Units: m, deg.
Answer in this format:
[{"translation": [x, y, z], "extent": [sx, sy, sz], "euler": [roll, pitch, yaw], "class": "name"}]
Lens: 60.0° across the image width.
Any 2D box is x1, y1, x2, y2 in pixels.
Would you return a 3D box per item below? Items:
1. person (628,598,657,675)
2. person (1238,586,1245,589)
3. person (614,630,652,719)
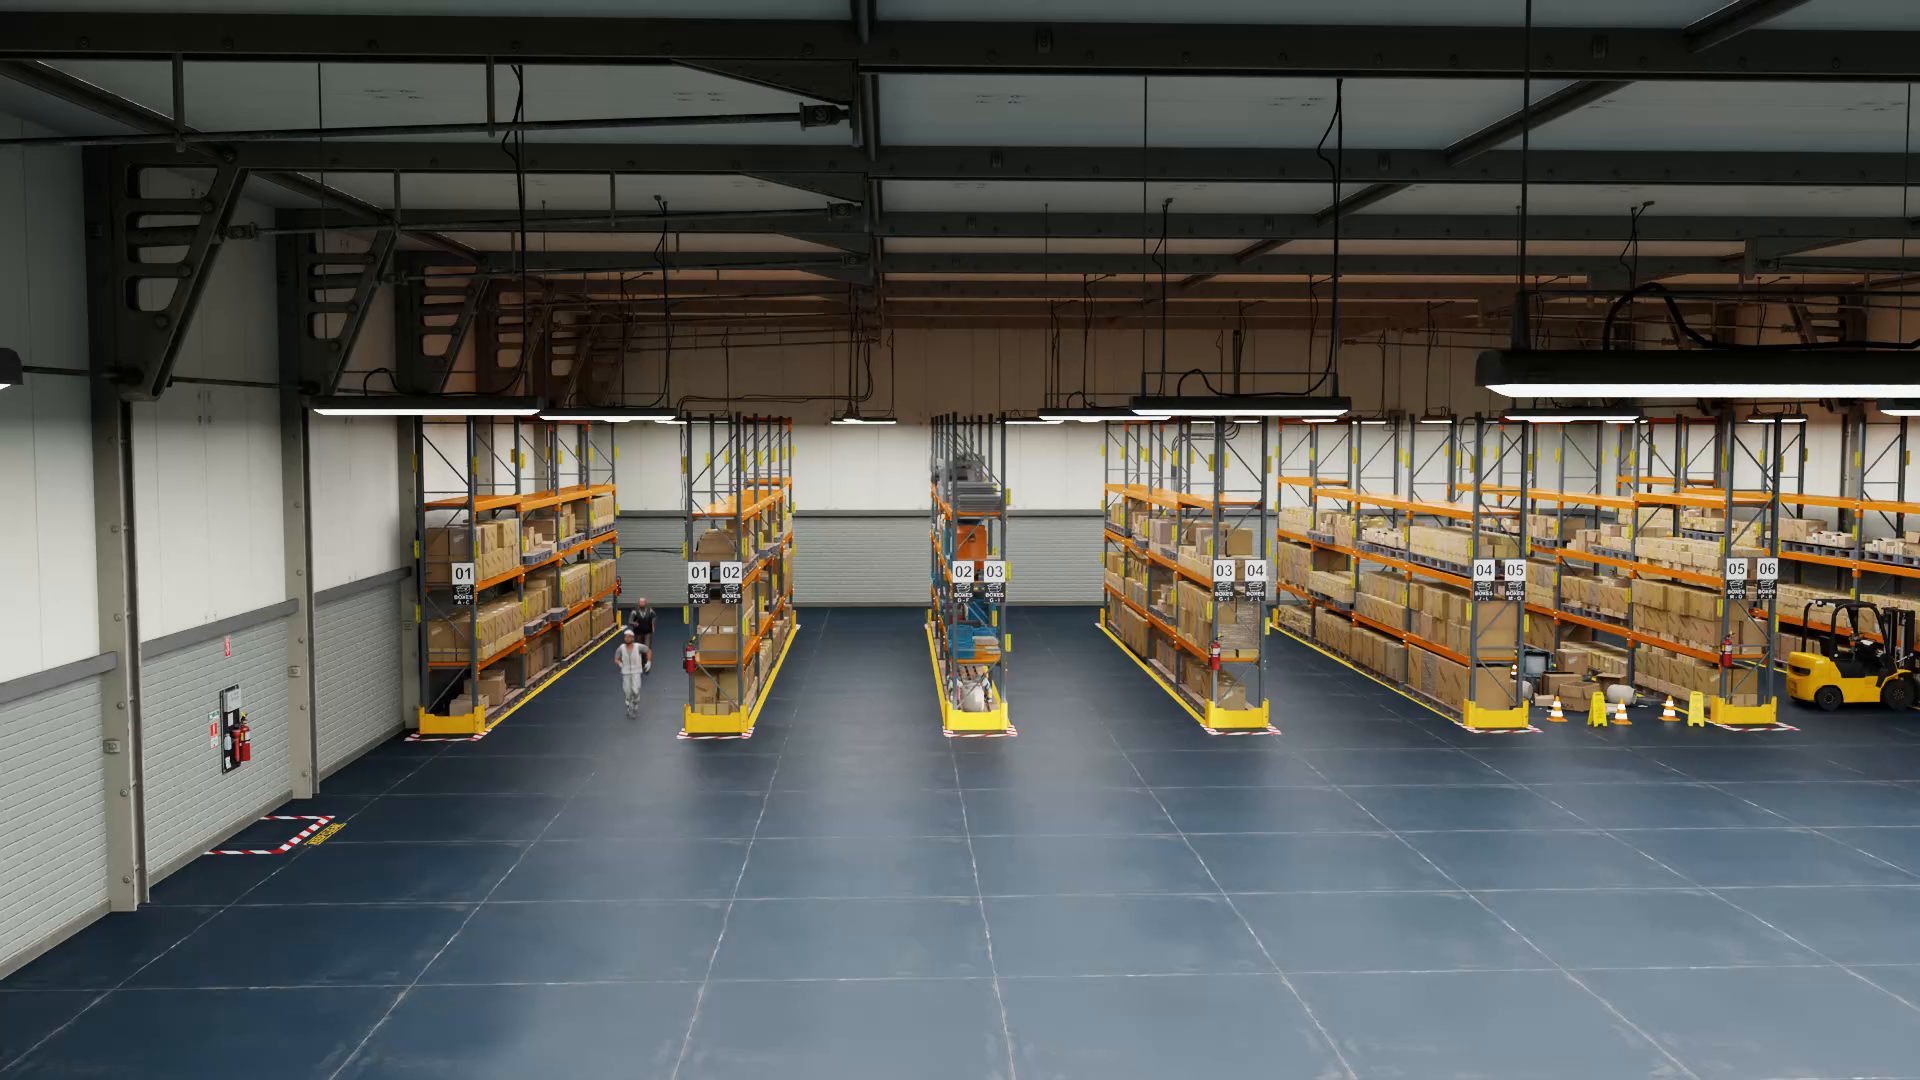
[{"translation": [-7.389, 2.216, 38.745], "extent": [0.657, 1.737, 0.955], "euler": [-1, 4, -9], "class": "person"}, {"translation": [7.924, 1.675, 46.693], "extent": [0.673, 1.783, 0.706], "euler": [0, 4, 3], "class": "person"}, {"translation": [-6.382, 2.618, 32.391], "extent": [0.678, 1.749, 0.852], "euler": [0, 4, 0], "class": "person"}]
